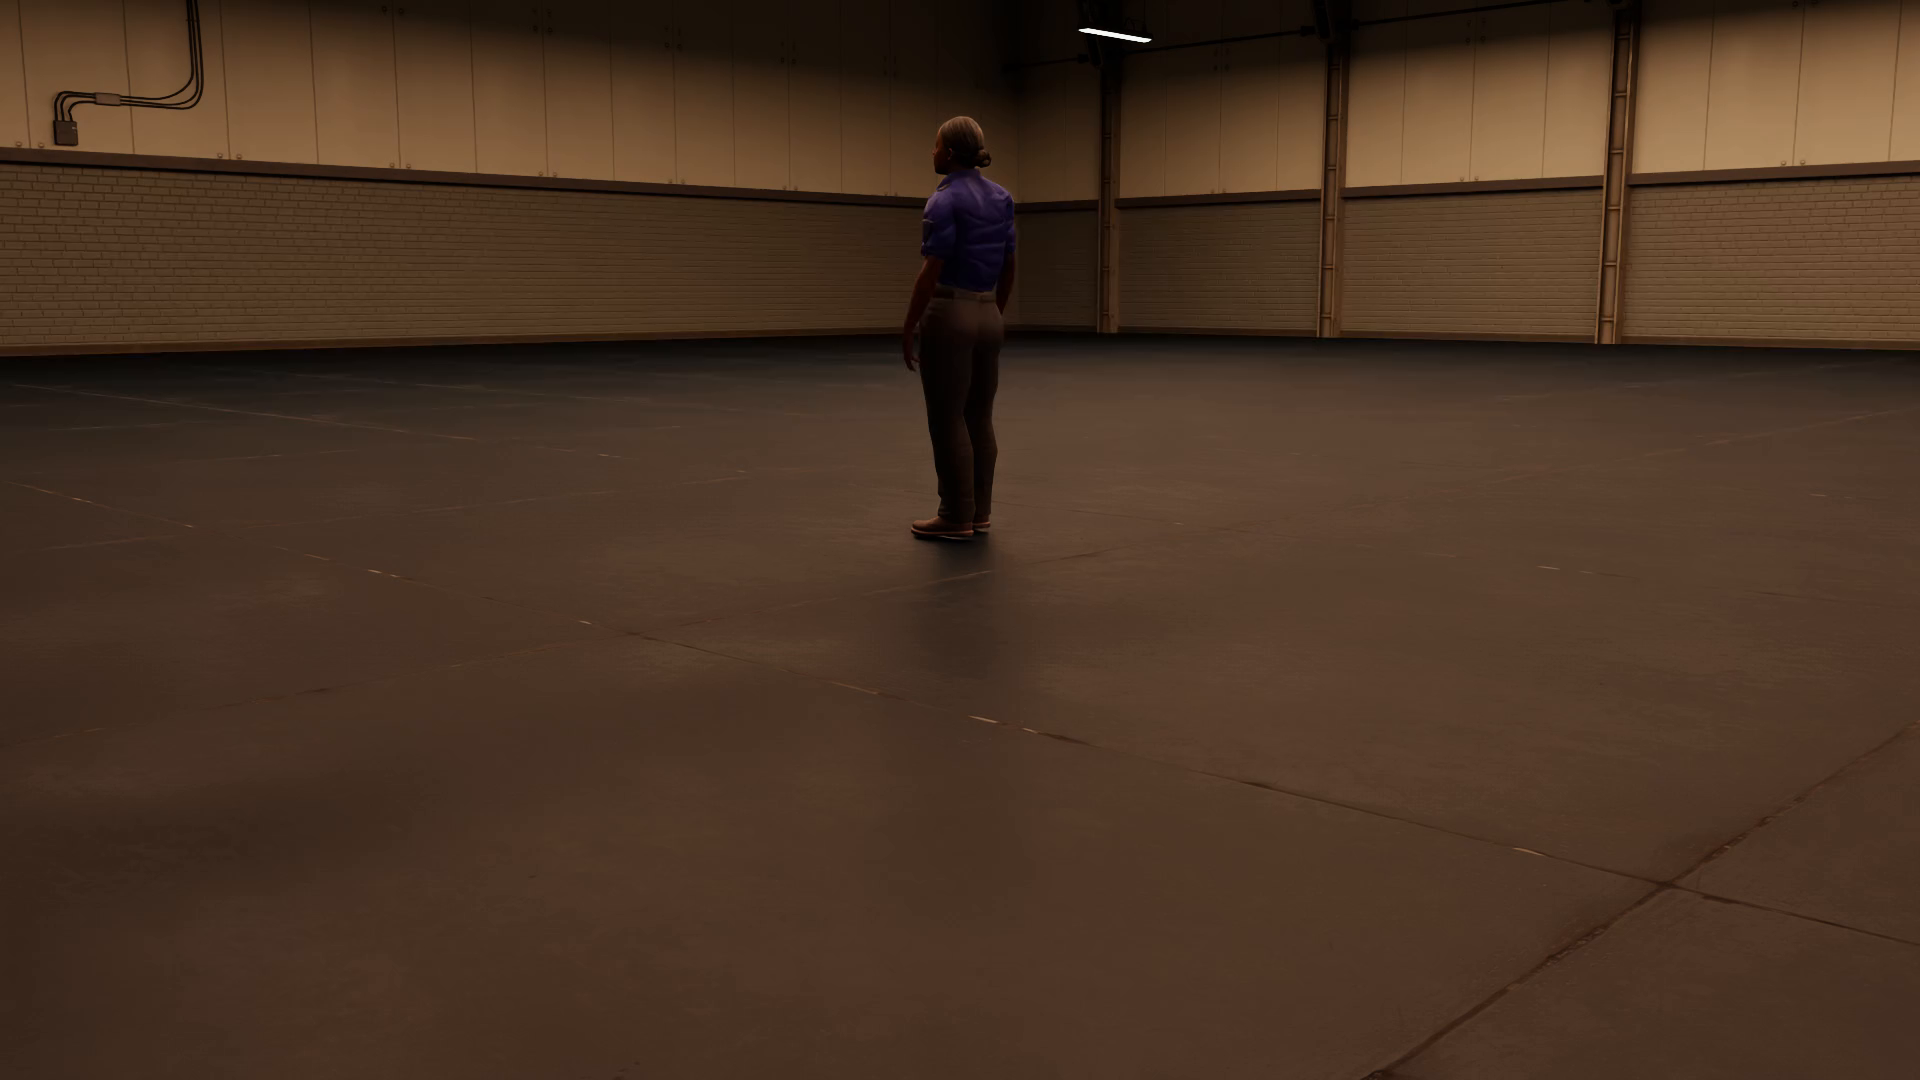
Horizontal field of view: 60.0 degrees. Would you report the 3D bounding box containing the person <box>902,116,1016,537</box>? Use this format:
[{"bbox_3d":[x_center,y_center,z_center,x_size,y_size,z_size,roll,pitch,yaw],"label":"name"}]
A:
[{"bbox_3d":[-0.049,-0.836,6.668,0.504,1.654,0.569,8,12,43],"label":"person"}]
